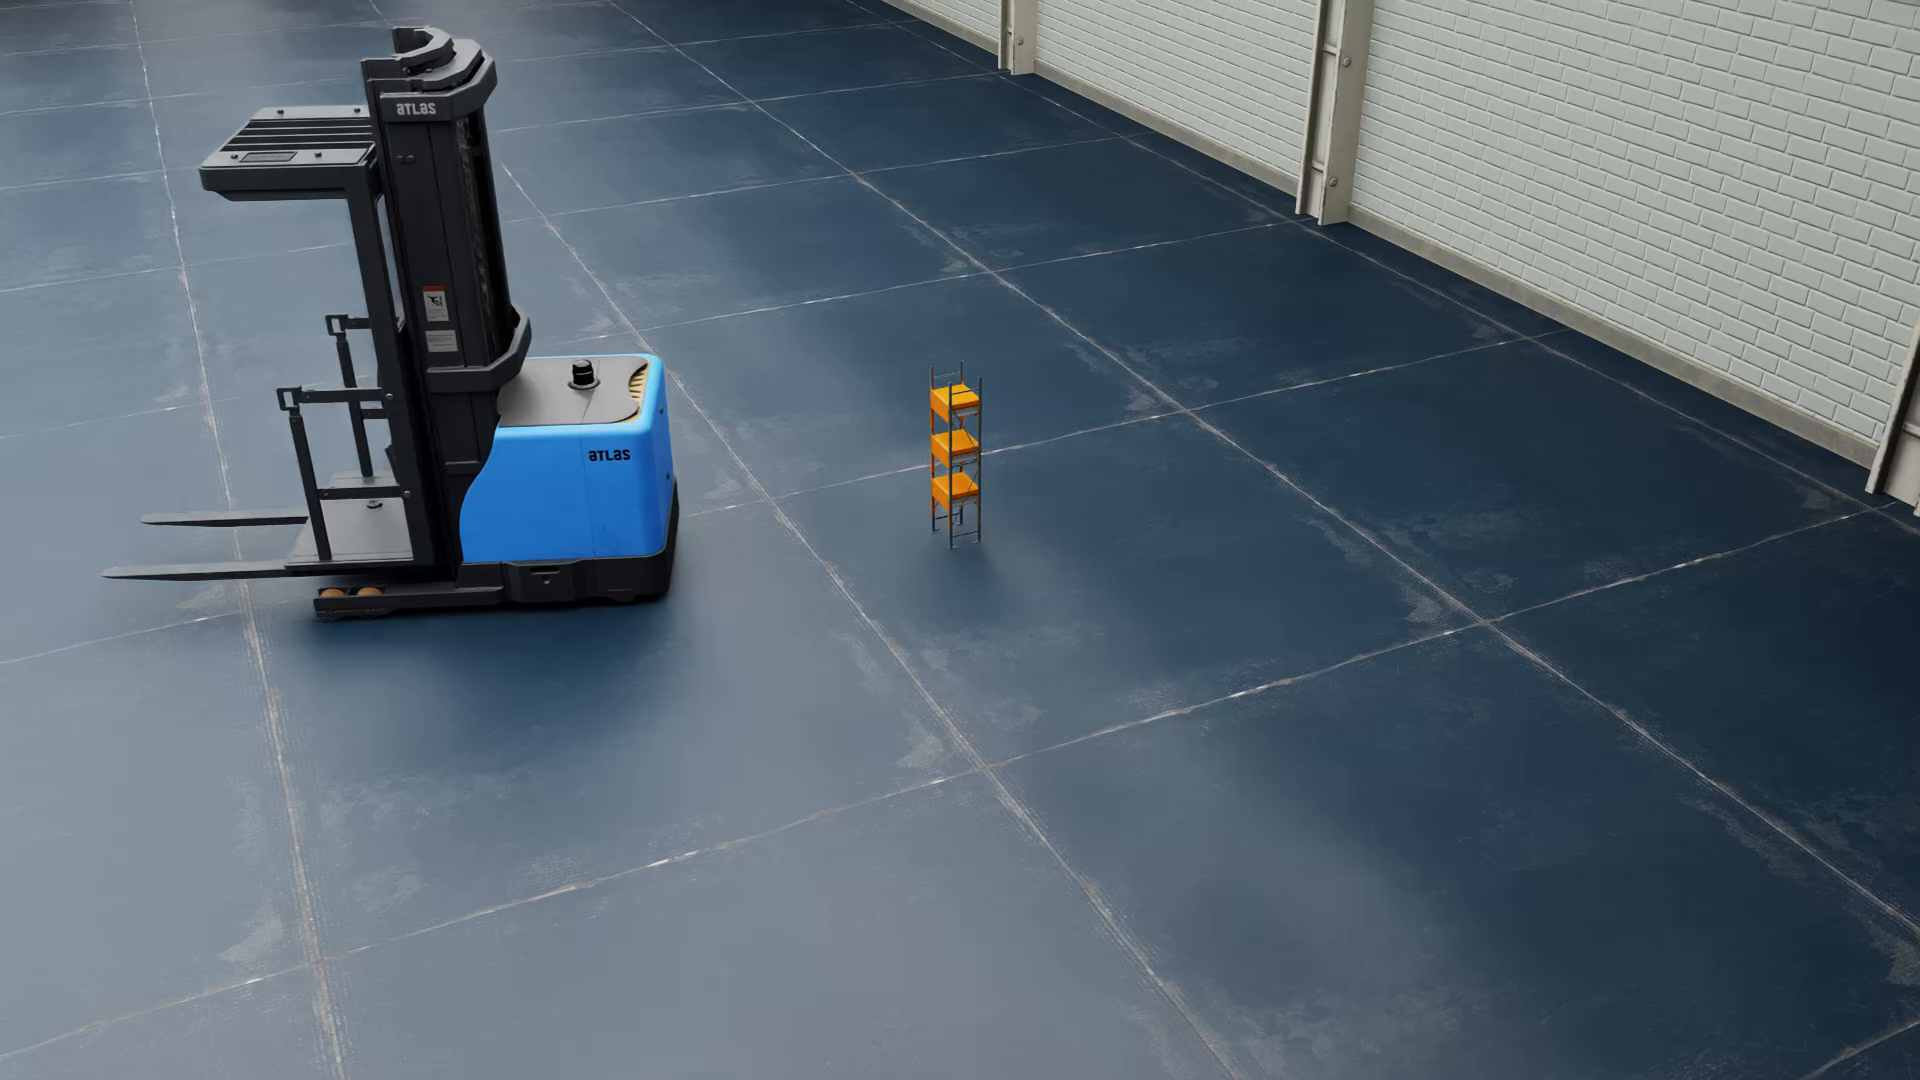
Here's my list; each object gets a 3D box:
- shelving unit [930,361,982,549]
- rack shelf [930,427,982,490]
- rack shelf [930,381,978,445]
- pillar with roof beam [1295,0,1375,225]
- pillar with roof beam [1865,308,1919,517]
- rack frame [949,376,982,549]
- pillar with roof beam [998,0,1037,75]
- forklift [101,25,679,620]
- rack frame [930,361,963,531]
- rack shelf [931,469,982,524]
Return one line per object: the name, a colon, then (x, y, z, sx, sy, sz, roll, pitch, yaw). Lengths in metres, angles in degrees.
shelving unit: (-0.023, -0.482, 9.535, 0.215, 1.050, 0.252, -13, 32, -22)
rack shelf: (-0.023, -0.472, 9.541, 0.215, 0.259, 0.240, -13, 32, -22)
rack shelf: (-0.023, -0.720, 9.402, 0.215, 0.259, 0.240, -13, 32, -22)
pillar with roof beam: (-0.637, -5.926, 11.117, 9.100, 9.000, 0.400, -13, 32, -22)
pillar with roof beam: (1.939, -3.275, 6.390, 9.100, 9.000, 0.400, -13, 32, -22)
rack frame: (0.029, -0.428, 9.439, 0.200, 1.050, 0.008, -13, 32, -22)
pillar with roof beam: (-3.213, -8.576, 15.843, 9.100, 9.000, 0.400, -13, 32, -22)
forklift: (-3.146, -1.115, 8.742, 3.031, 2.935, 1.130, -2, 29, -4)
rack frame: (-0.075, -0.535, 9.631, 0.200, 1.050, 0.008, -13, 32, -22)
rack shelf: (-0.023, -0.230, 9.676, 0.215, 0.259, 0.240, -13, 32, -22)
